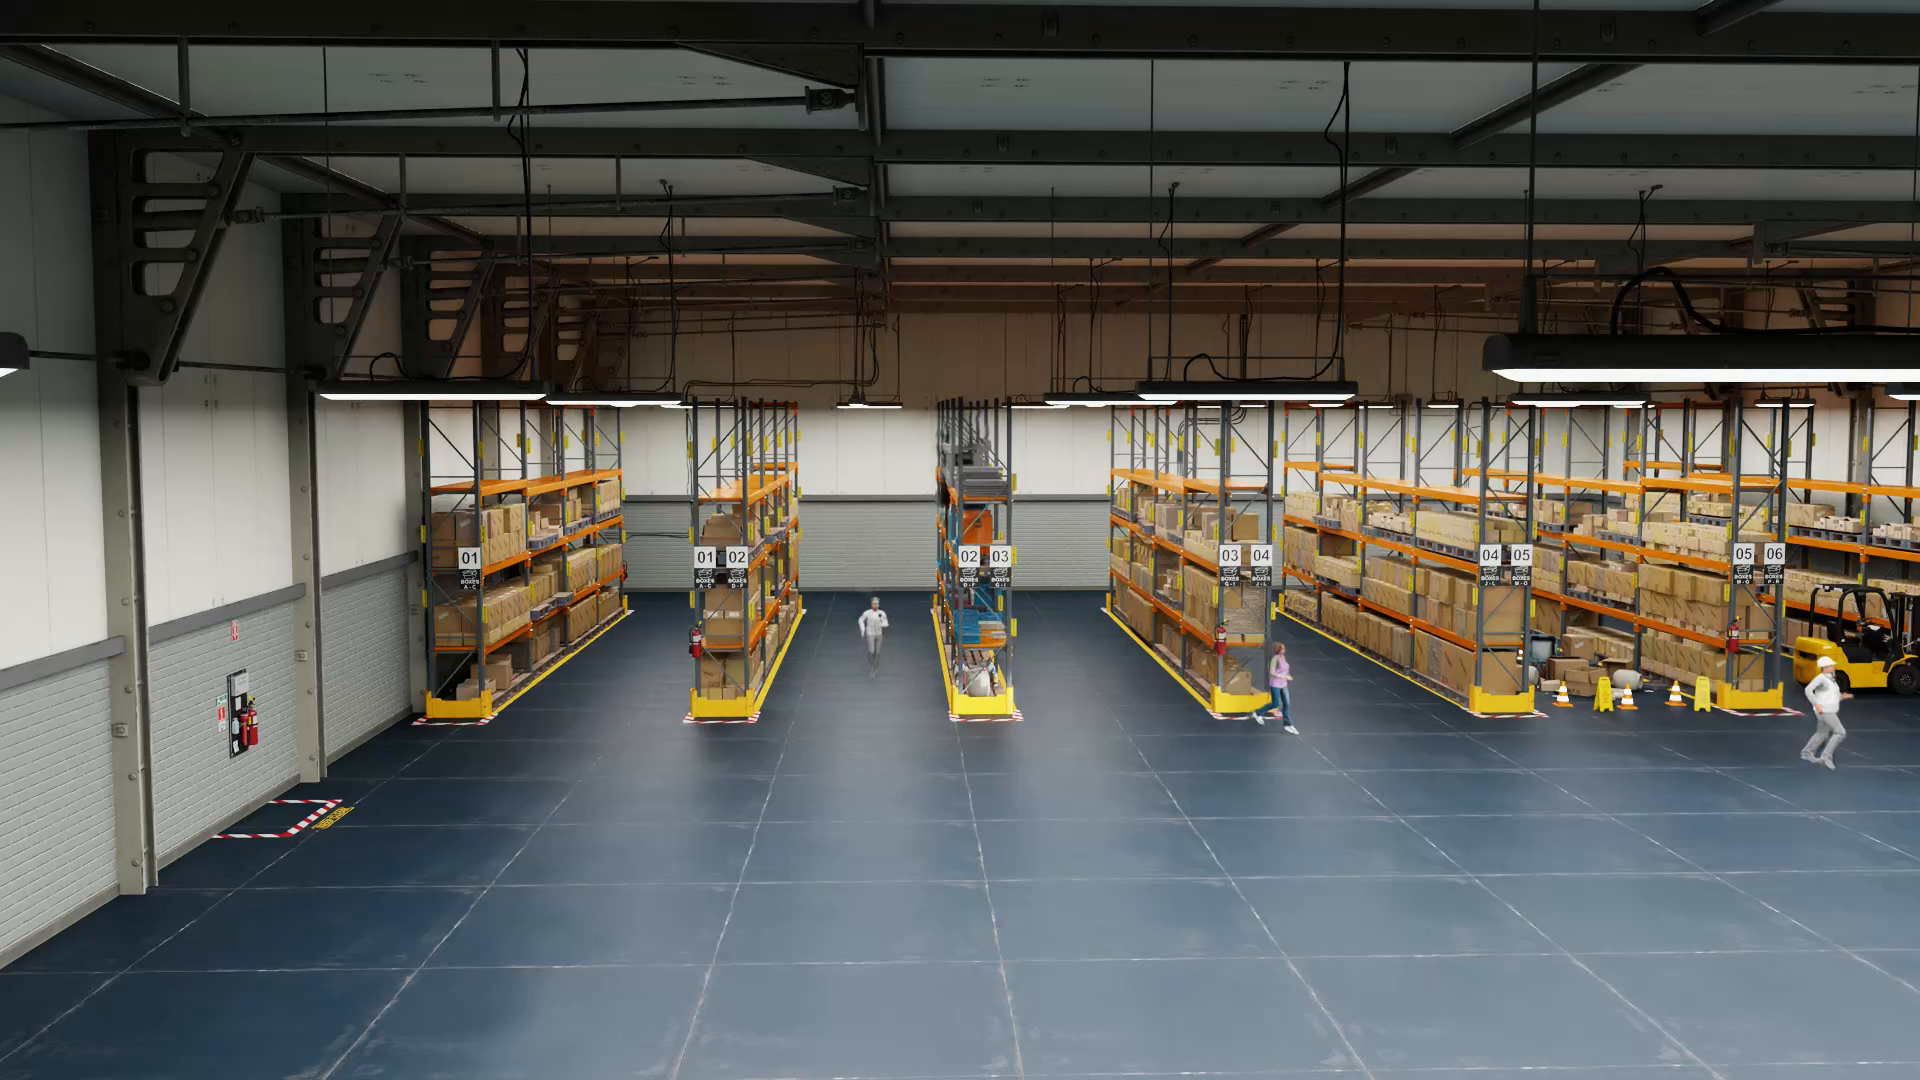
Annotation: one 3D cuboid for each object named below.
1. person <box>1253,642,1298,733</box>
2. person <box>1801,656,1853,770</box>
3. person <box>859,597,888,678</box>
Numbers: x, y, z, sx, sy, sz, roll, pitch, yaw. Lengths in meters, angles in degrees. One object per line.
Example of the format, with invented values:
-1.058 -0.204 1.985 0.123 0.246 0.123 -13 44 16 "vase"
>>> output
5.666 2.625 29.752 0.858 1.606 0.560 3 6 37 "person"
13.937 2.780 26.737 0.732 1.813 0.629 3 5 36 "person"
-1.845 2.106 35.947 0.576 1.749 0.710 -1 5 -14 "person"
